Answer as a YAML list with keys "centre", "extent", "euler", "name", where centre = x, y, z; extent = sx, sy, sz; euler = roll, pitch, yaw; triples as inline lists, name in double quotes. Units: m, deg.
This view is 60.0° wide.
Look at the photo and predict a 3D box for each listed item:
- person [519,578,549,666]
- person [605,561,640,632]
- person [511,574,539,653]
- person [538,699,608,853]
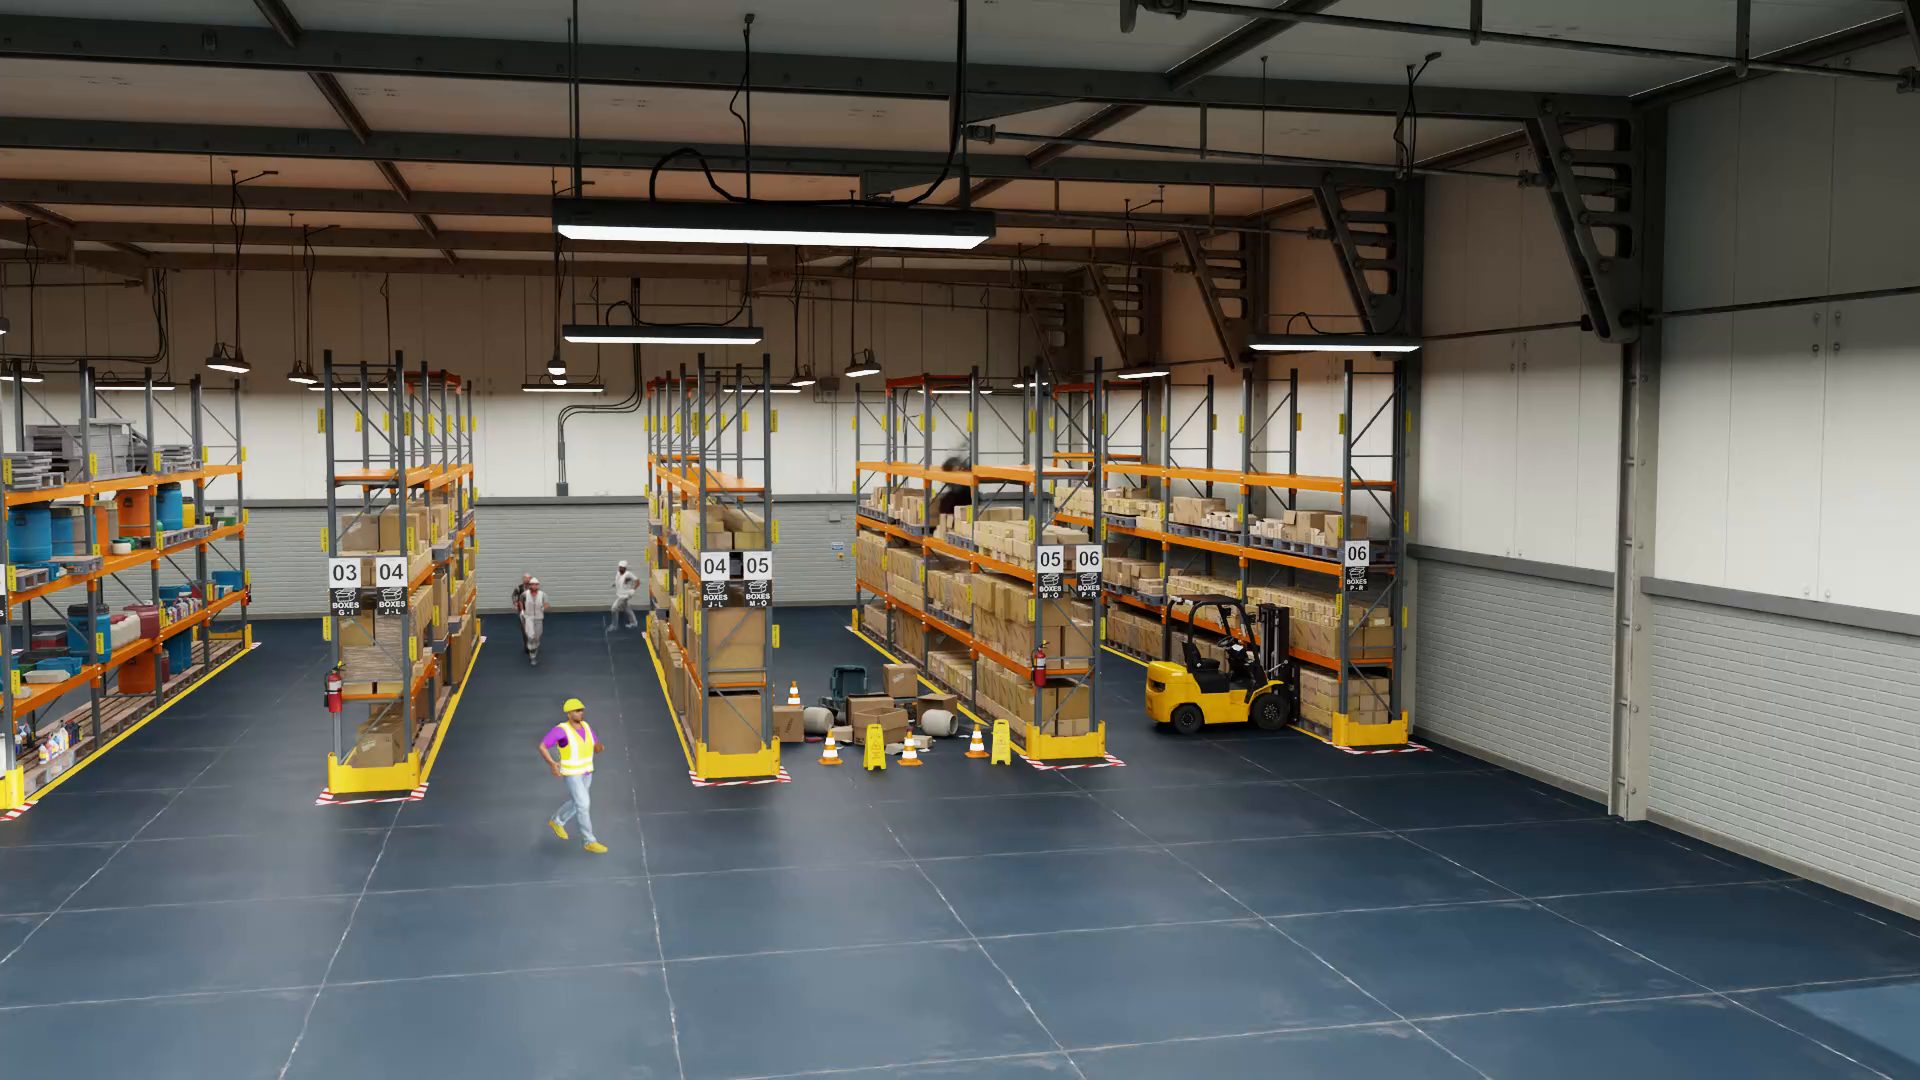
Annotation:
- centre: [-8.916, 1.696, 34.847]
  extent: [0.573, 1.831, 0.897]
  euler: [-2, 4, -25]
  name: "person"
- centre: [-8.093, 1.364, 40.117]
  extent: [0.837, 1.770, 0.801]
  euler: [-3, 5, -32]
  name: "person"
- centre: [-9.567, 1.601, 36.753]
  extent: [0.670, 1.728, 0.892]
  euler: [-1, 4, -13]
  name: "person"
- centre: [-4.502, 2.734, 19.516]
  extent: [0.990, 1.750, 0.701]
  euler: [2, 5, 29]
  name: "person"
